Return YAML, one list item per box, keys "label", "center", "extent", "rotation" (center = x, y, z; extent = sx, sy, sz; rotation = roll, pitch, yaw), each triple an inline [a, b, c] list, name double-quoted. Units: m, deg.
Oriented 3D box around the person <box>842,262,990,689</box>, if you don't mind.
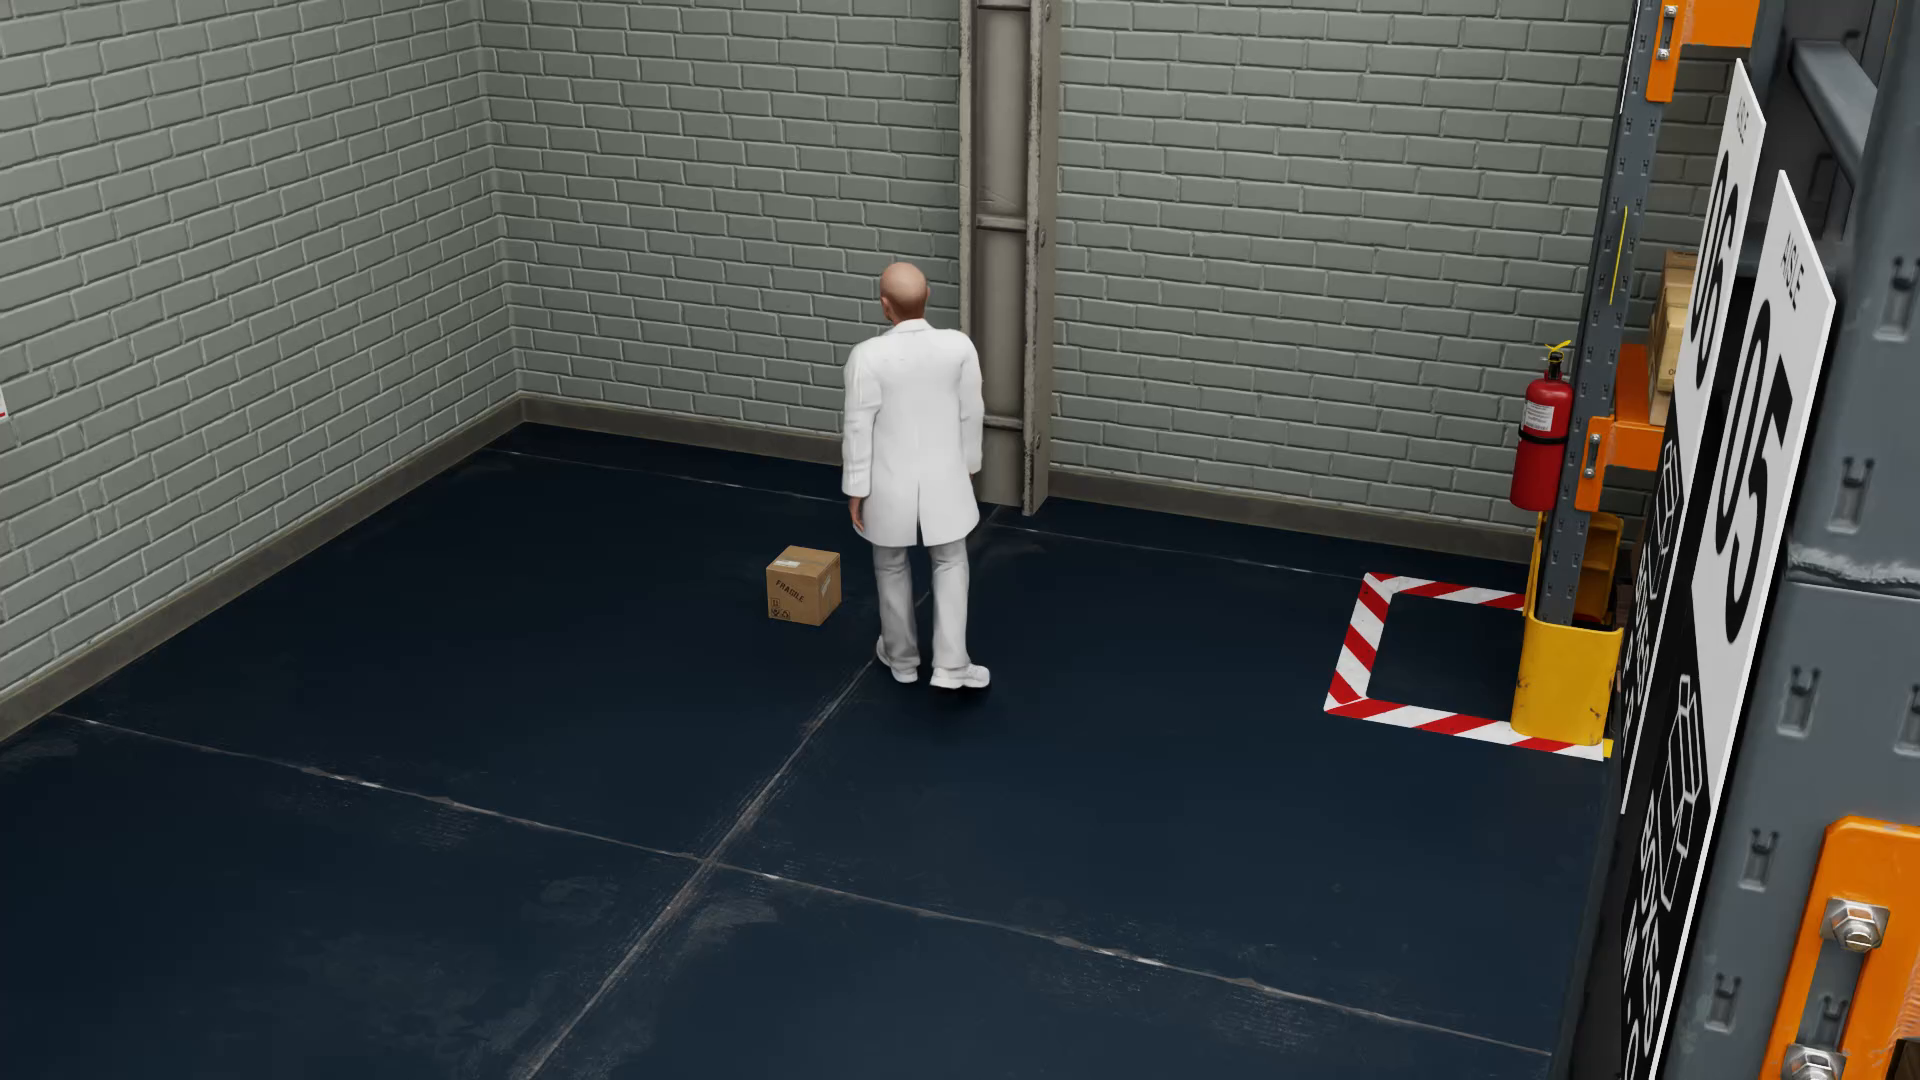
- label: "person"
  center: [-0.181, -0.130, 6.616]
  extent: [0.586, 1.583, 0.665]
  rotation: [-5, 26, -11]
